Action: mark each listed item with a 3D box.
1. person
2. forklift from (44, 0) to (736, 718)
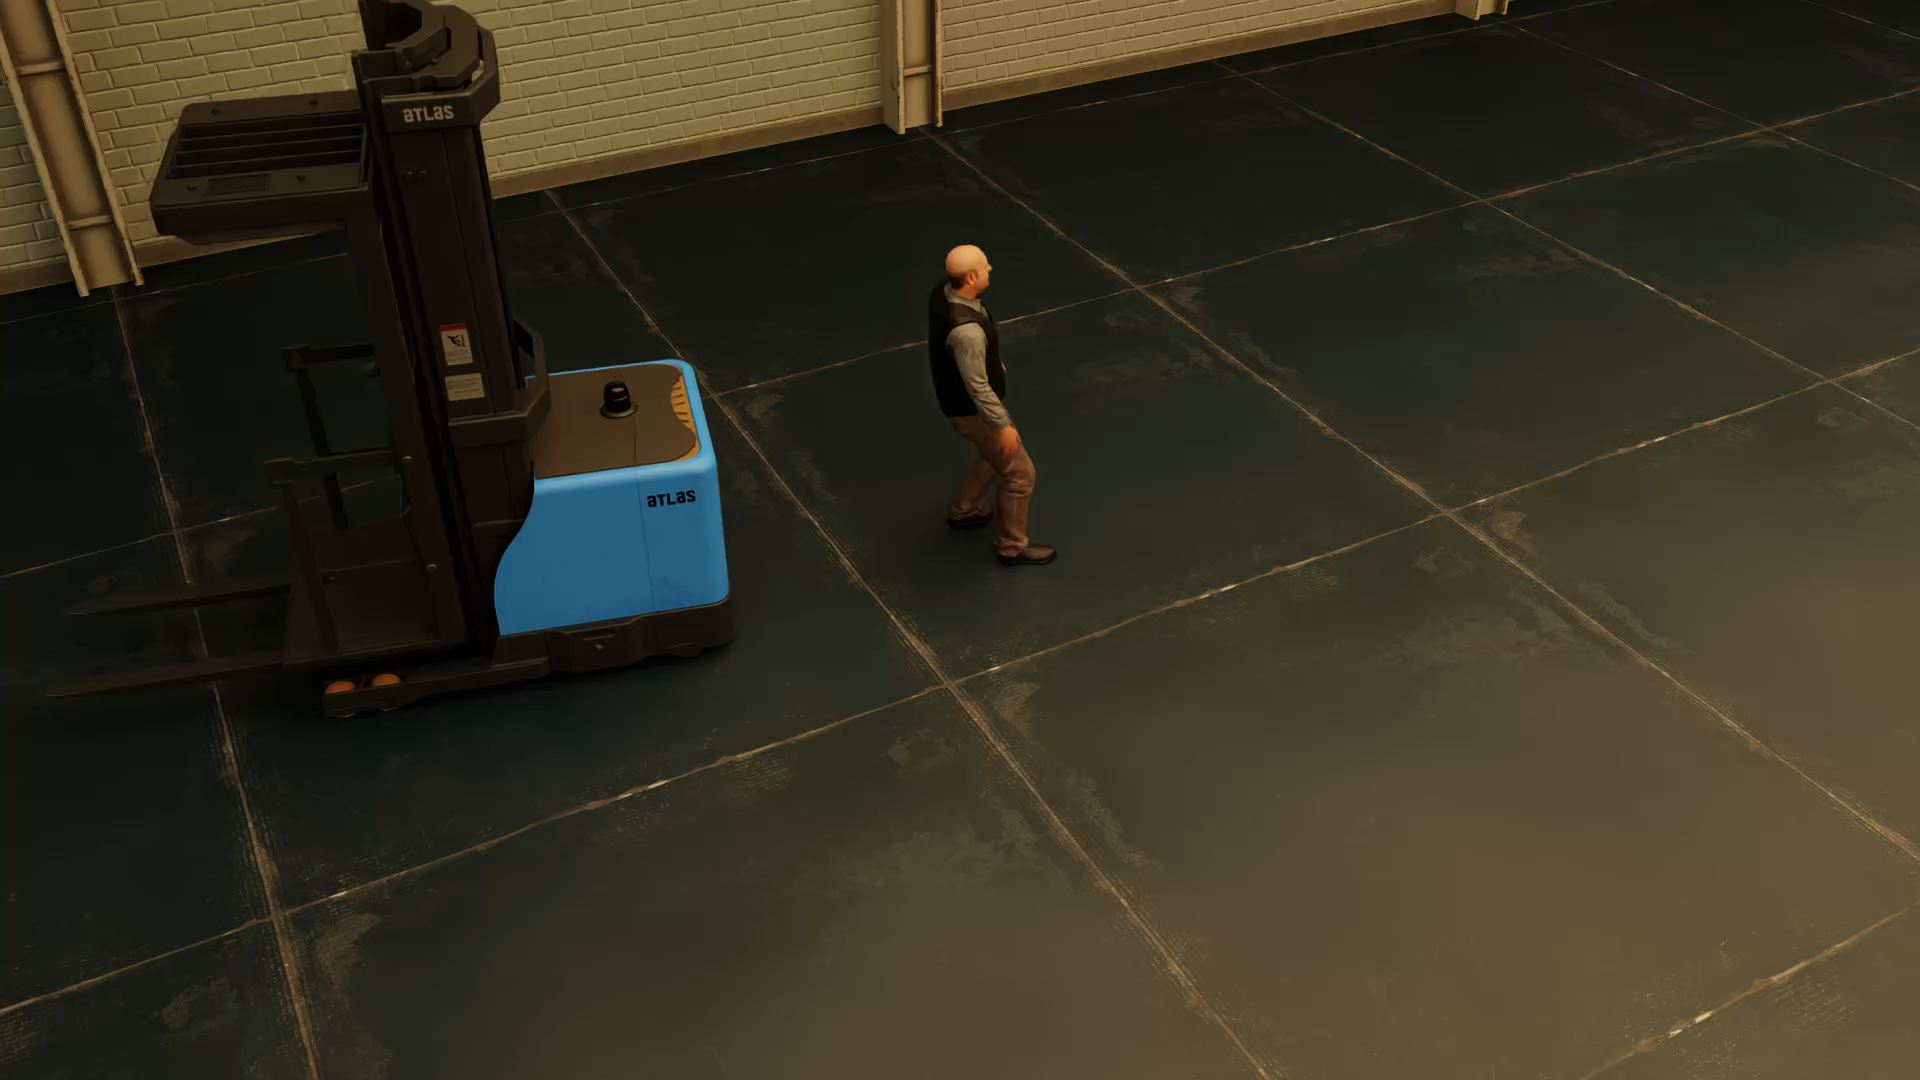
[{"bbox_3d":[0.163,-0.685,8.193,0.610,1.666,0.717,-5,36,-7],"label":"person"},{"bbox_3d":[-2.641,-0.731,7.157,3.031,2.935,1.130,-8,36,-12],"label":"forklift"}]
